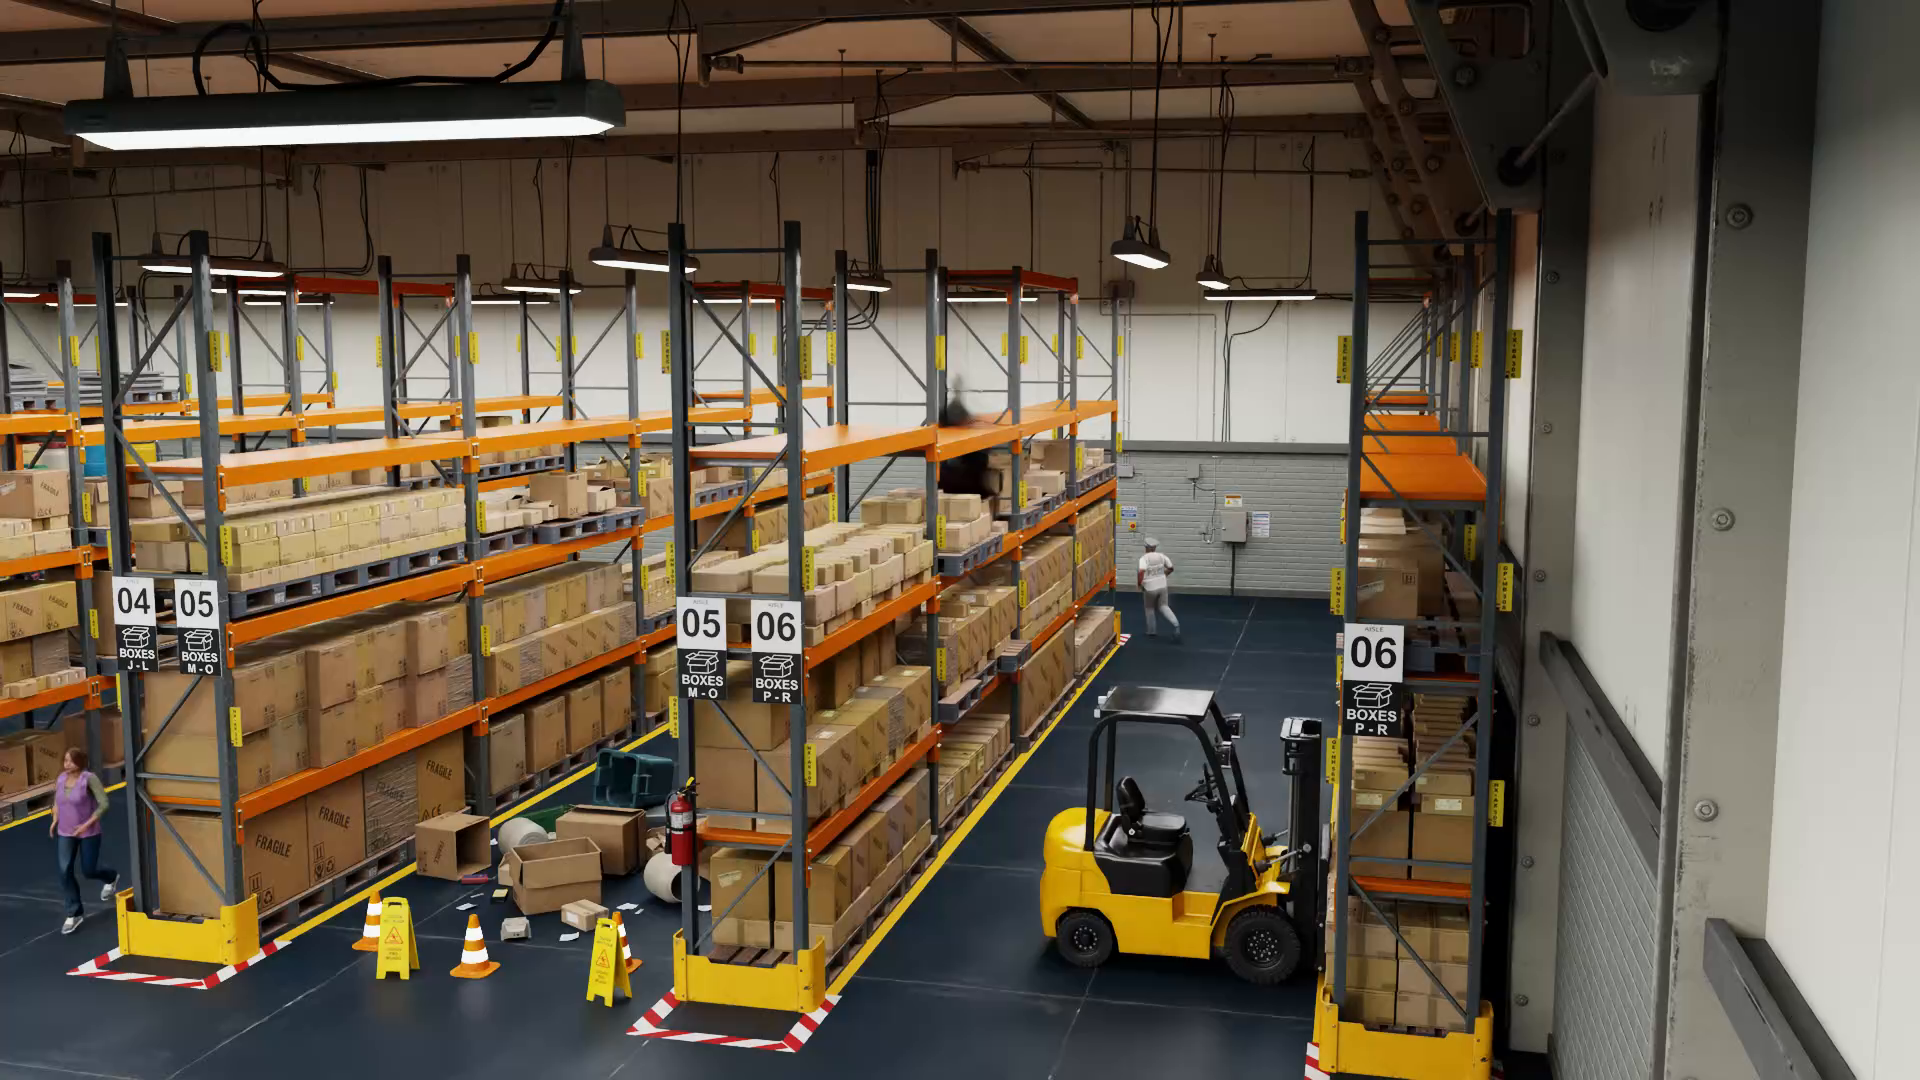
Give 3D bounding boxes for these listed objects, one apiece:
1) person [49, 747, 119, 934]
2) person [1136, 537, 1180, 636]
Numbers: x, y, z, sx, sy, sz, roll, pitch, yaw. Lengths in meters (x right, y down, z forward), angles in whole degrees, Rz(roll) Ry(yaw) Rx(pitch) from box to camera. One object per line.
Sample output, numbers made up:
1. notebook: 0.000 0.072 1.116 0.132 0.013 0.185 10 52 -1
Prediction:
1. person: -7.778 2.600 14.744 0.560 1.595 0.757 0 7 2
2. person: 3.308 0.816 28.559 0.728 1.744 0.956 -2 7 -20
